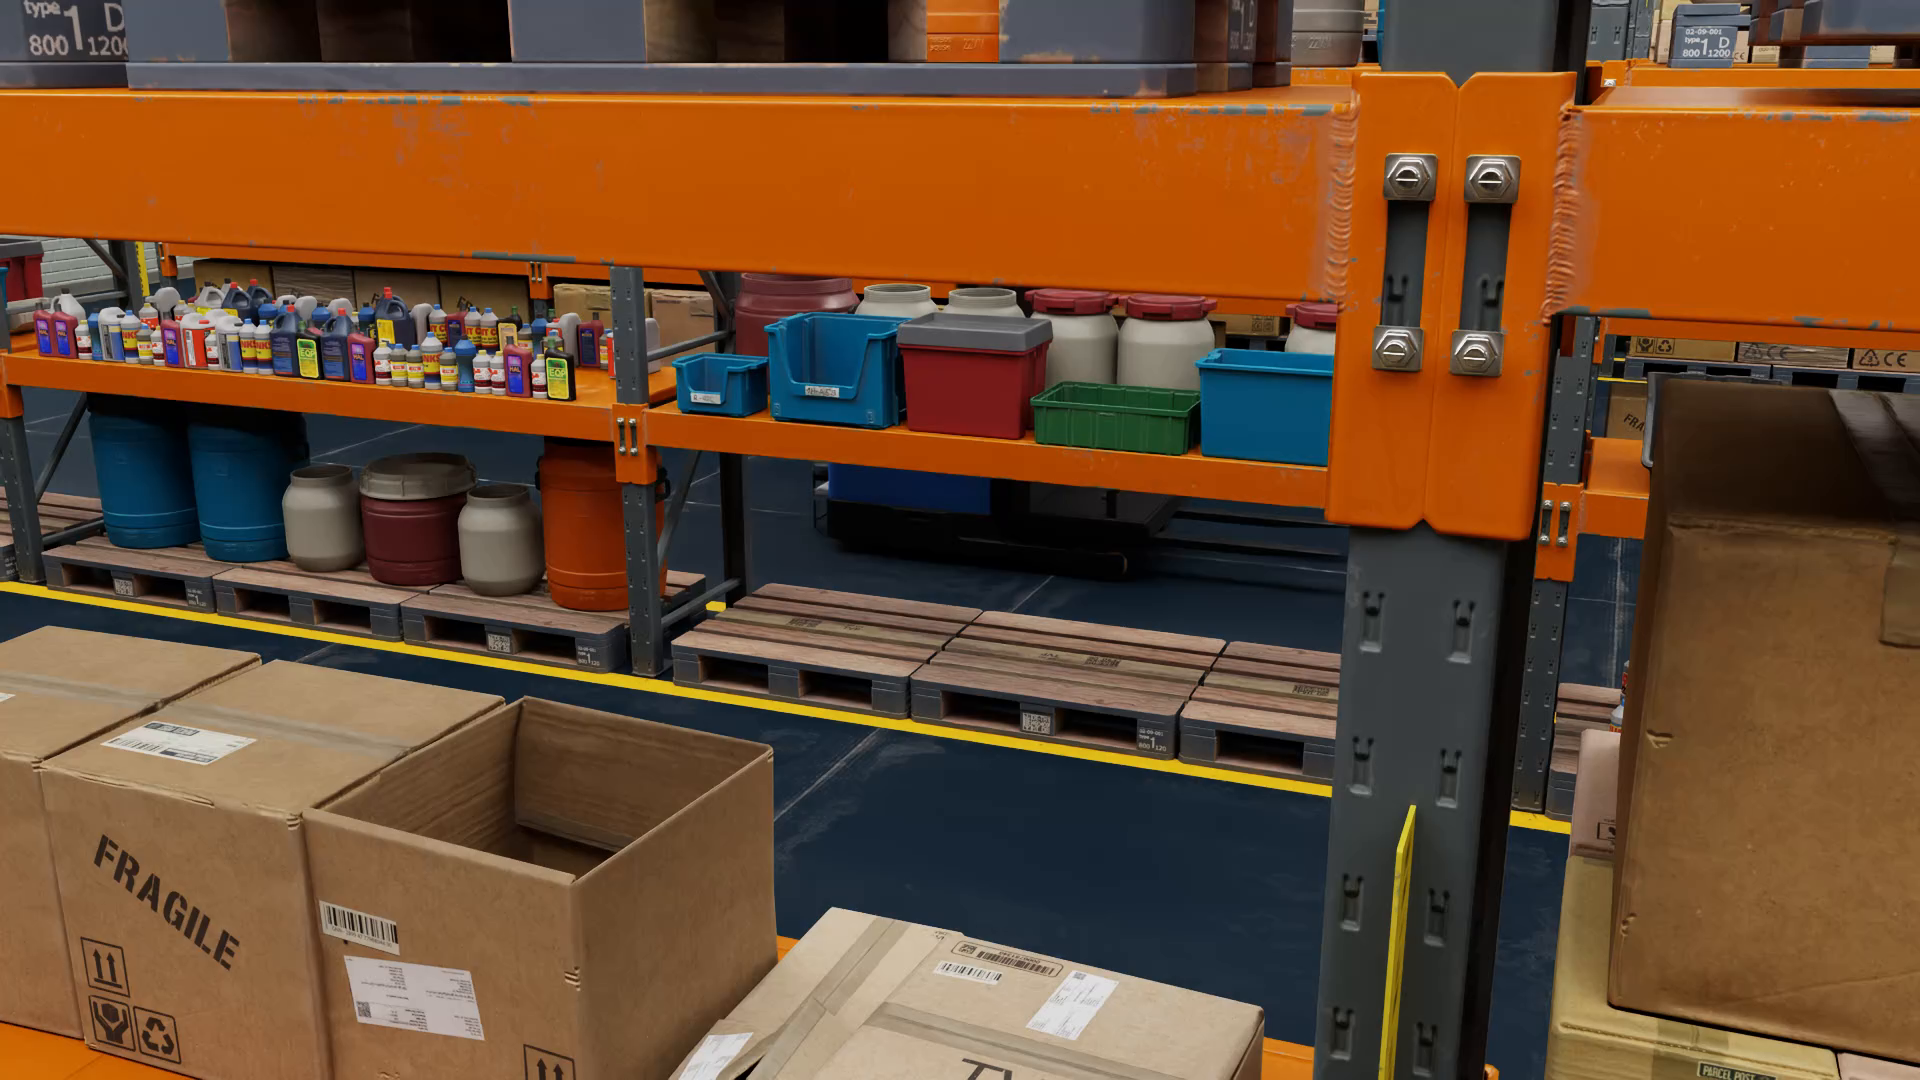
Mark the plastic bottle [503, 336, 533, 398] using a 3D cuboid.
[{"bbox_3d":[-2.073,-0.814,7.806,0.133,0.283,0.061,6,17,21],"label":"plastic bottle"}]

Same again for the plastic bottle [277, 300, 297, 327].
[{"bbox_3d":[-3.655,-1.169,9.052,0.097,0.271,0.097,0,16,0],"label":"plastic bottle"}]

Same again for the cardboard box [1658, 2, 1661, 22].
[{"bbox_3d":[4.621,-3.393,10.653,0.250,0.149,0.380,7,18,22],"label":"cardboard box"}]

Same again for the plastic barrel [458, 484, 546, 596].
[{"bbox_3d":[-2.345,-0.003,8.512,0.421,0.512,0.421,0,16,0],"label":"plastic barrel"}]

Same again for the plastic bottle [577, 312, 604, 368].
[{"bbox_3d":[-1.898,-1.033,8.561,0.133,0.283,0.061,6,17,21],"label":"plastic bottle"}]

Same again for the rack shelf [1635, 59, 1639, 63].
[{"bbox_3d":[4.266,-4.367,15.745,4.000,0.370,1.077,6,17,21],"label":"rack shelf"}]

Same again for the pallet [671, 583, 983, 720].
[{"bbox_3d":[-0.619,0.513,8.028,1.213,0.211,1.003,6,17,21],"label":"pallet"}]

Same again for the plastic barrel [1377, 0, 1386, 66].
[{"bbox_3d":[1.843,-2.183,6.035,0.708,0.901,0.600,6,17,21],"label":"plastic barrel"}]

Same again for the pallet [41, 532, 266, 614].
[{"bbox_3d":[-4.344,0.104,9.436,1.213,0.211,1.003,6,17,21],"label":"pallet"}]

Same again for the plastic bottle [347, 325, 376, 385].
[{"bbox_3d":[-2.921,-0.907,8.127,0.133,0.283,0.061,6,17,21],"label":"plastic bottle"}]

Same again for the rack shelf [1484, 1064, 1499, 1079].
[{"bbox_3d":[2.435,1.328,1.509,4.000,0.370,1.077,6,17,21],"label":"rack shelf"}]

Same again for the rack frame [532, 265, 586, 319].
[{"bbox_3d":[-3.229,-2.609,13.781,0.127,3.000,1.000,6,17,21],"label":"rack frame"}]

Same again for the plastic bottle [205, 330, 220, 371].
[{"bbox_3d":[-3.796,-0.969,8.489,0.097,0.201,0.097,0,16,0],"label":"plastic bottle"}]

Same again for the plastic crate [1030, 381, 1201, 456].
[{"bbox_3d":[0.672,-0.510,6.929,0.662,0.188,0.450,6,17,21],"label":"plastic crate"}]

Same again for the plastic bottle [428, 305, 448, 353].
[{"bbox_3d":[-2.782,-1.119,8.878,0.097,0.271,0.097,0,16,0],"label":"plastic bottle"}]

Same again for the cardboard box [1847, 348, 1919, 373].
[{"bbox_3d":[8.373,-1.981,14.674,0.875,0.875,0.875,6,17,20],"label":"cardboard box"}]

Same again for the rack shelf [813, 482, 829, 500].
[{"bbox_3d":[-0.770,-0.306,10.380,0.200,0.077,0.258,6,17,19],"label":"rack shelf"}]

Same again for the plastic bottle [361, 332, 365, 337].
[{"bbox_3d":[-3.041,-0.963,8.321,0.133,0.283,0.061,6,17,21],"label":"plastic bottle"}]

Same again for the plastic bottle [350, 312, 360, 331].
[{"bbox_3d":[-3.293,-1.142,9.082,0.097,0.201,0.097,0,16,0],"label":"plastic bottle"}]

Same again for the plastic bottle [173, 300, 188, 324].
[{"bbox_3d":[-4.443,-1.268,9.518,0.097,0.201,0.097,0,16,0],"label":"plastic bottle"}]

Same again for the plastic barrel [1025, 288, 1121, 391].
[{"bbox_3d":[0.501,-0.846,7.463,0.433,0.535,0.433,0,16,0],"label":"plastic barrel"}]

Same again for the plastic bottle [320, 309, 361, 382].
[{"bbox_3d":[-3.054,-0.967,8.211,0.185,0.351,0.144,6,17,21],"label":"plastic bottle"}]

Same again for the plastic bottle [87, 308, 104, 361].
[{"bbox_3d":[-4.533,-1.084,8.758,0.097,0.271,0.097,0,16,0],"label":"plastic bottle"}]

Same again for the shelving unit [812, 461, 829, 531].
[{"bbox_3d":[-0.770,-0.511,10.321,0.210,0.900,0.258,6,17,19],"label":"shelving unit"}]

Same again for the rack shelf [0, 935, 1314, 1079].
[{"bbox_3d":[-1.286,0.919,2.919,4.000,0.370,1.077,6,17,21],"label":"rack shelf"}]

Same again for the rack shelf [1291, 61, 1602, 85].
[{"bbox_3d":[0.535,-1.806,6.924,4.000,0.370,1.077,6,17,21],"label":"rack shelf"}]

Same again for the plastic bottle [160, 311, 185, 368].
[{"bbox_3d":[-4.036,-1.030,8.549,0.133,0.283,0.061,6,17,21],"label":"plastic bottle"}]

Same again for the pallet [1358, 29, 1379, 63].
[{"bbox_3d":[2.712,-3.337,11.246,1.003,0.211,1.213,6,17,21],"label":"pallet"}]

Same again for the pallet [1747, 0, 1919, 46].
[{"bbox_3d":[1.378,-0.539,1.430,1.213,0.211,1.003,6,17,21],"label":"pallet"}]

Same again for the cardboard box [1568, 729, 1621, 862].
[{"bbox_3d":[0.906,0.391,2.105,0.250,0.149,0.380,6,17,21],"label":"cardboard box"}]

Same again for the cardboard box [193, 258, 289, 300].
[{"bbox_3d":[-6.325,-2.155,15.274,0.875,0.875,0.875,6,17,21],"label":"cardboard box"}]

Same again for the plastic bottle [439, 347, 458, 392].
[{"bbox_3d":[-2.445,-0.821,7.977,0.097,0.201,0.097,0,16,0],"label":"plastic bottle"}]

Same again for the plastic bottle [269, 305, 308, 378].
[{"bbox_3d":[-3.350,-0.999,8.323,0.185,0.351,0.144,6,17,21],"label":"plastic bottle"}]

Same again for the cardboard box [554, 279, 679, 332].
[{"bbox_3d":[-2.626,-1.730,13.811,0.875,0.875,1.225,6,17,21],"label":"cardboard box"}]

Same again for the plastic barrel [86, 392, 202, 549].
[{"bbox_3d":[-4.547,-0.459,9.384,0.708,0.901,0.600,6,17,21],"label":"plastic barrel"}]

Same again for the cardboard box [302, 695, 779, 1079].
[{"bbox_3d":[-0.624,0.593,2.571,0.500,0.500,0.500,8,18,25],"label":"cardboard box"}]

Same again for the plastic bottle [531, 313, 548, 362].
[{"bbox_3d":[-2.160,-1.032,8.580,0.097,0.271,0.097,0,16,0],"label":"plastic bottle"}]

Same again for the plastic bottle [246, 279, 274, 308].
[{"bbox_3d":[-3.899,-1.273,9.267,0.185,0.351,0.144,6,17,21],"label":"plastic bottle"}]

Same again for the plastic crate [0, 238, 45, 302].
[{"bbox_3d":[-5.785,-1.541,9.878,0.583,0.464,0.402,6,17,21],"label":"plastic crate"}]

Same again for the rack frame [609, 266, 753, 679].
[{"bbox_3d":[-1.325,-0.916,7.947,0.127,3.000,1.000,6,17,21],"label":"rack frame"}]

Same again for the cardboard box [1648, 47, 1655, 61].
[{"bbox_3d":[8.051,-5.584,19.100,0.250,0.149,0.380,6,17,20],"label":"cardboard box"}]

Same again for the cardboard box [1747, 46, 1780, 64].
[{"bbox_3d":[5.032,-2.994,9.996,0.500,0.250,0.500,6,17,20],"label":"cardboard box"}]

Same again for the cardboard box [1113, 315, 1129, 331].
[{"bbox_3d":[1.126,-1.510,12.345,0.500,0.250,0.500,7,18,23],"label":"cardboard box"}]

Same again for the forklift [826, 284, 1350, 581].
[{"bbox_3d":[0.771,-1.344,9.546,3.031,2.935,1.130,6,17,19],"label":"forklift"}]

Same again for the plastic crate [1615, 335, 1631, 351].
[{"bbox_3d":[6.769,-2.066,16.851,0.450,0.188,0.662,-24,27,-33],"label":"plastic crate"}]

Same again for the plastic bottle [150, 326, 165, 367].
[{"bbox_3d":[-4.136,-1.007,8.618,0.097,0.201,0.097,0,16,0],"label":"plastic bottle"}]

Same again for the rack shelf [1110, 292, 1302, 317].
[{"bbox_3d":[2.352,-1.650,11.767,4.000,0.370,1.077,6,17,21],"label":"rack shelf"}]

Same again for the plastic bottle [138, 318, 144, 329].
[{"bbox_3d":[-4.387,-1.080,8.870,0.097,0.201,0.097,0,16,0],"label":"plastic bottle"}]

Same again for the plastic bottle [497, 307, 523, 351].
[{"bbox_3d":[-2.362,-1.084,8.737,0.133,0.283,0.061,6,17,21],"label":"plastic bottle"}]
